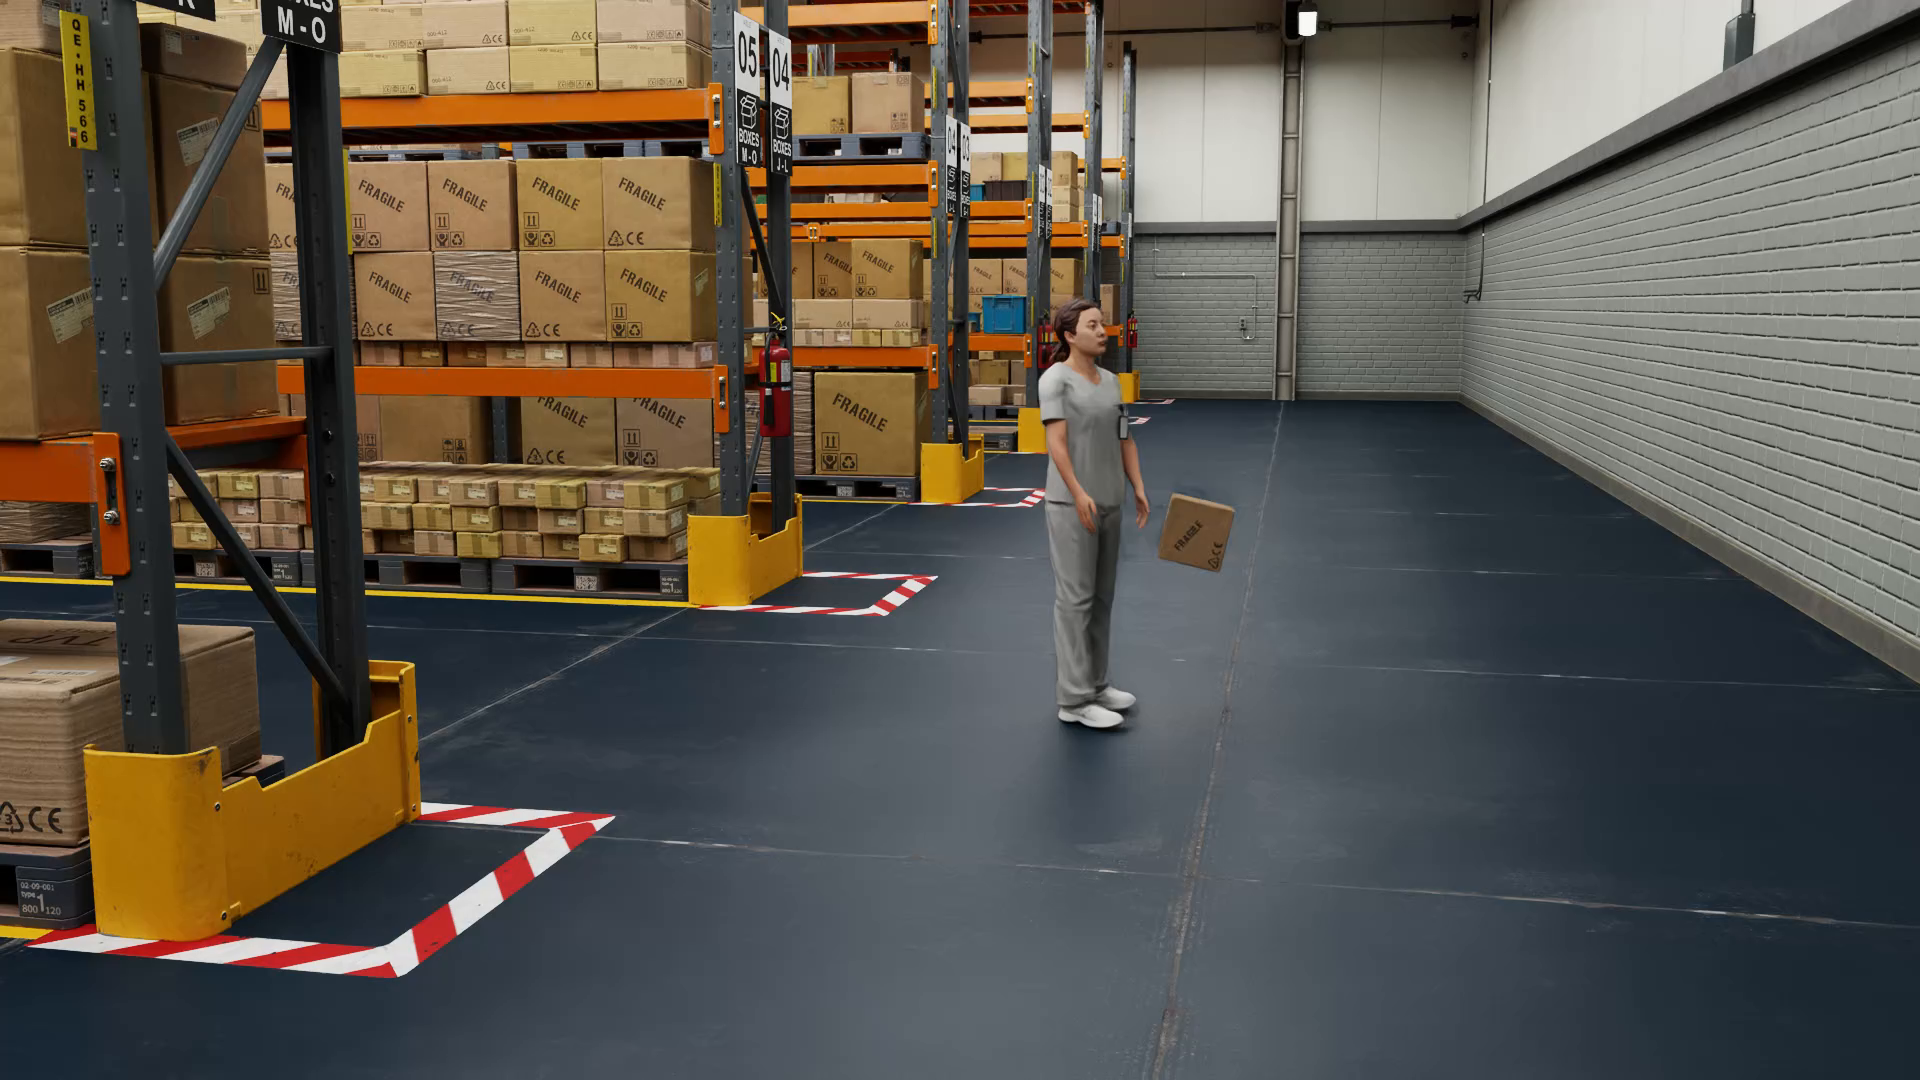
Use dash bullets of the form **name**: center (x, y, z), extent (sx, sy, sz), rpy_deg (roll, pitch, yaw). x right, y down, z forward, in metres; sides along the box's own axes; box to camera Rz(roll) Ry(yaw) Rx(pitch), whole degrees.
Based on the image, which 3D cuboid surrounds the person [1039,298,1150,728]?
- **person**: center (0.559, -0.122, 6.645), extent (0.482, 1.668, 0.540), rpy_deg (-8, 11, -43)
